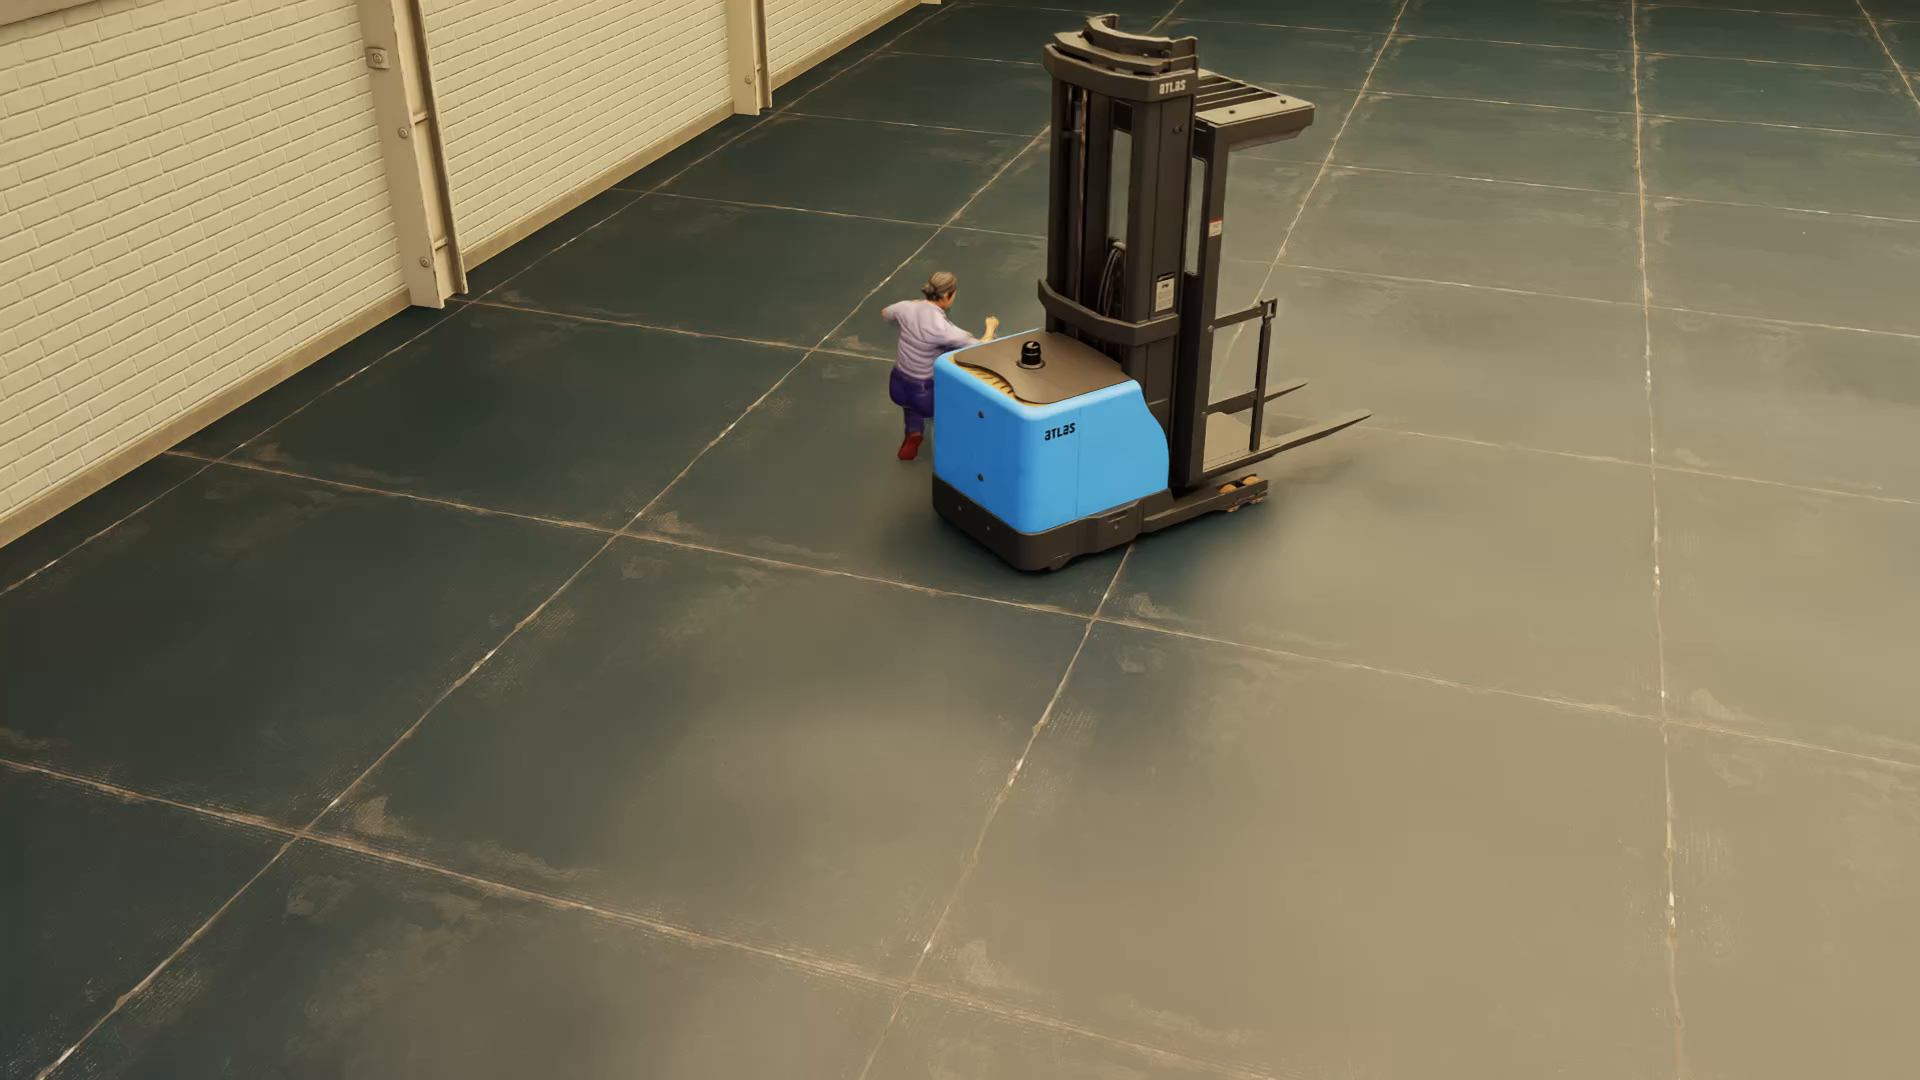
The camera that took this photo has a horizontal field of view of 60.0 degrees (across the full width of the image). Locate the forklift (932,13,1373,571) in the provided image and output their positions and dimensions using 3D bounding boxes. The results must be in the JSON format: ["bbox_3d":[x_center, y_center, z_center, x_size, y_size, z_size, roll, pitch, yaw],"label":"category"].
[{"bbox_3d":[1.334,-1.648,10.028,3.031,2.935,1.130,-19,35,-29],"label":"forklift"}]

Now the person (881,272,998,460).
[{"bbox_3d":[-0.081,-1.067,10.544,0.959,1.410,0.722,23,37,34],"label":"person"}]
